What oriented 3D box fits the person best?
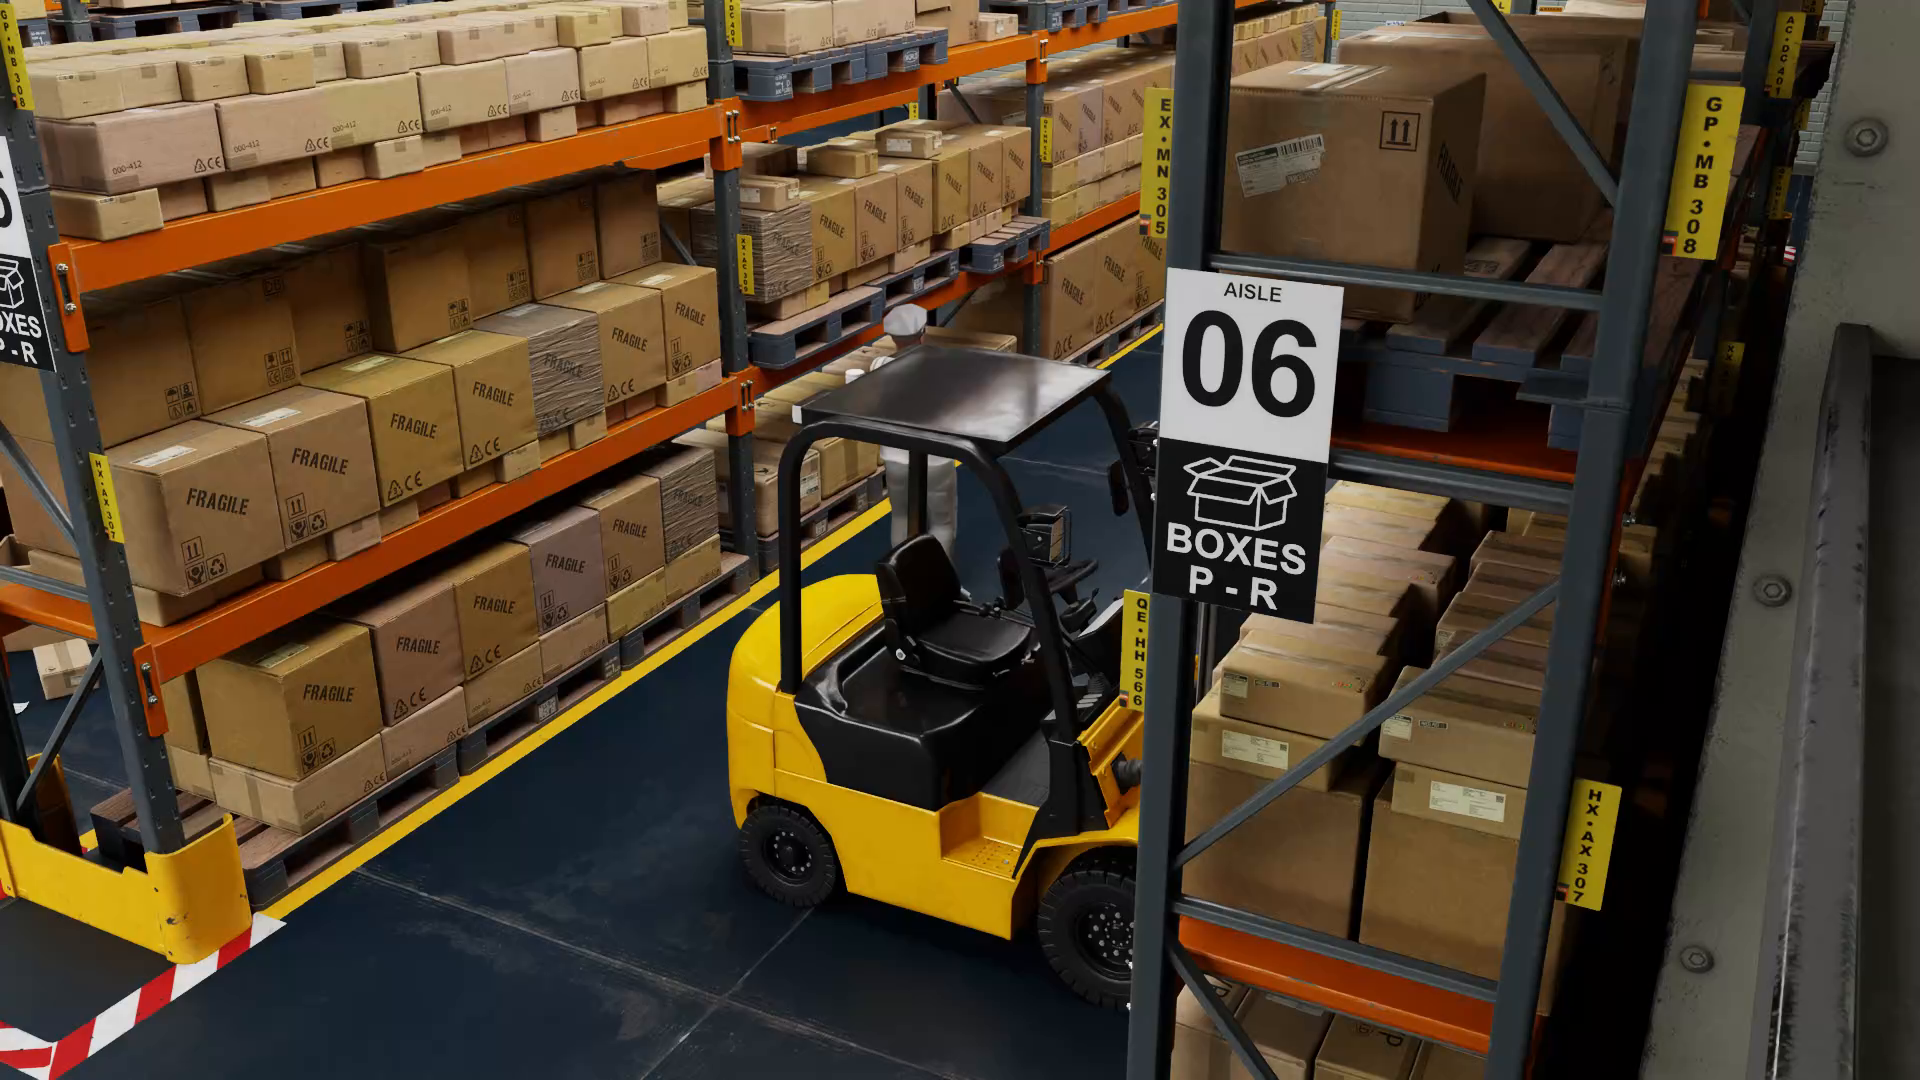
[{"bbox_3d":[-0.211,-0.496,9.433,0.494,1.768,0.572,11,25,24],"label":"person"}]
